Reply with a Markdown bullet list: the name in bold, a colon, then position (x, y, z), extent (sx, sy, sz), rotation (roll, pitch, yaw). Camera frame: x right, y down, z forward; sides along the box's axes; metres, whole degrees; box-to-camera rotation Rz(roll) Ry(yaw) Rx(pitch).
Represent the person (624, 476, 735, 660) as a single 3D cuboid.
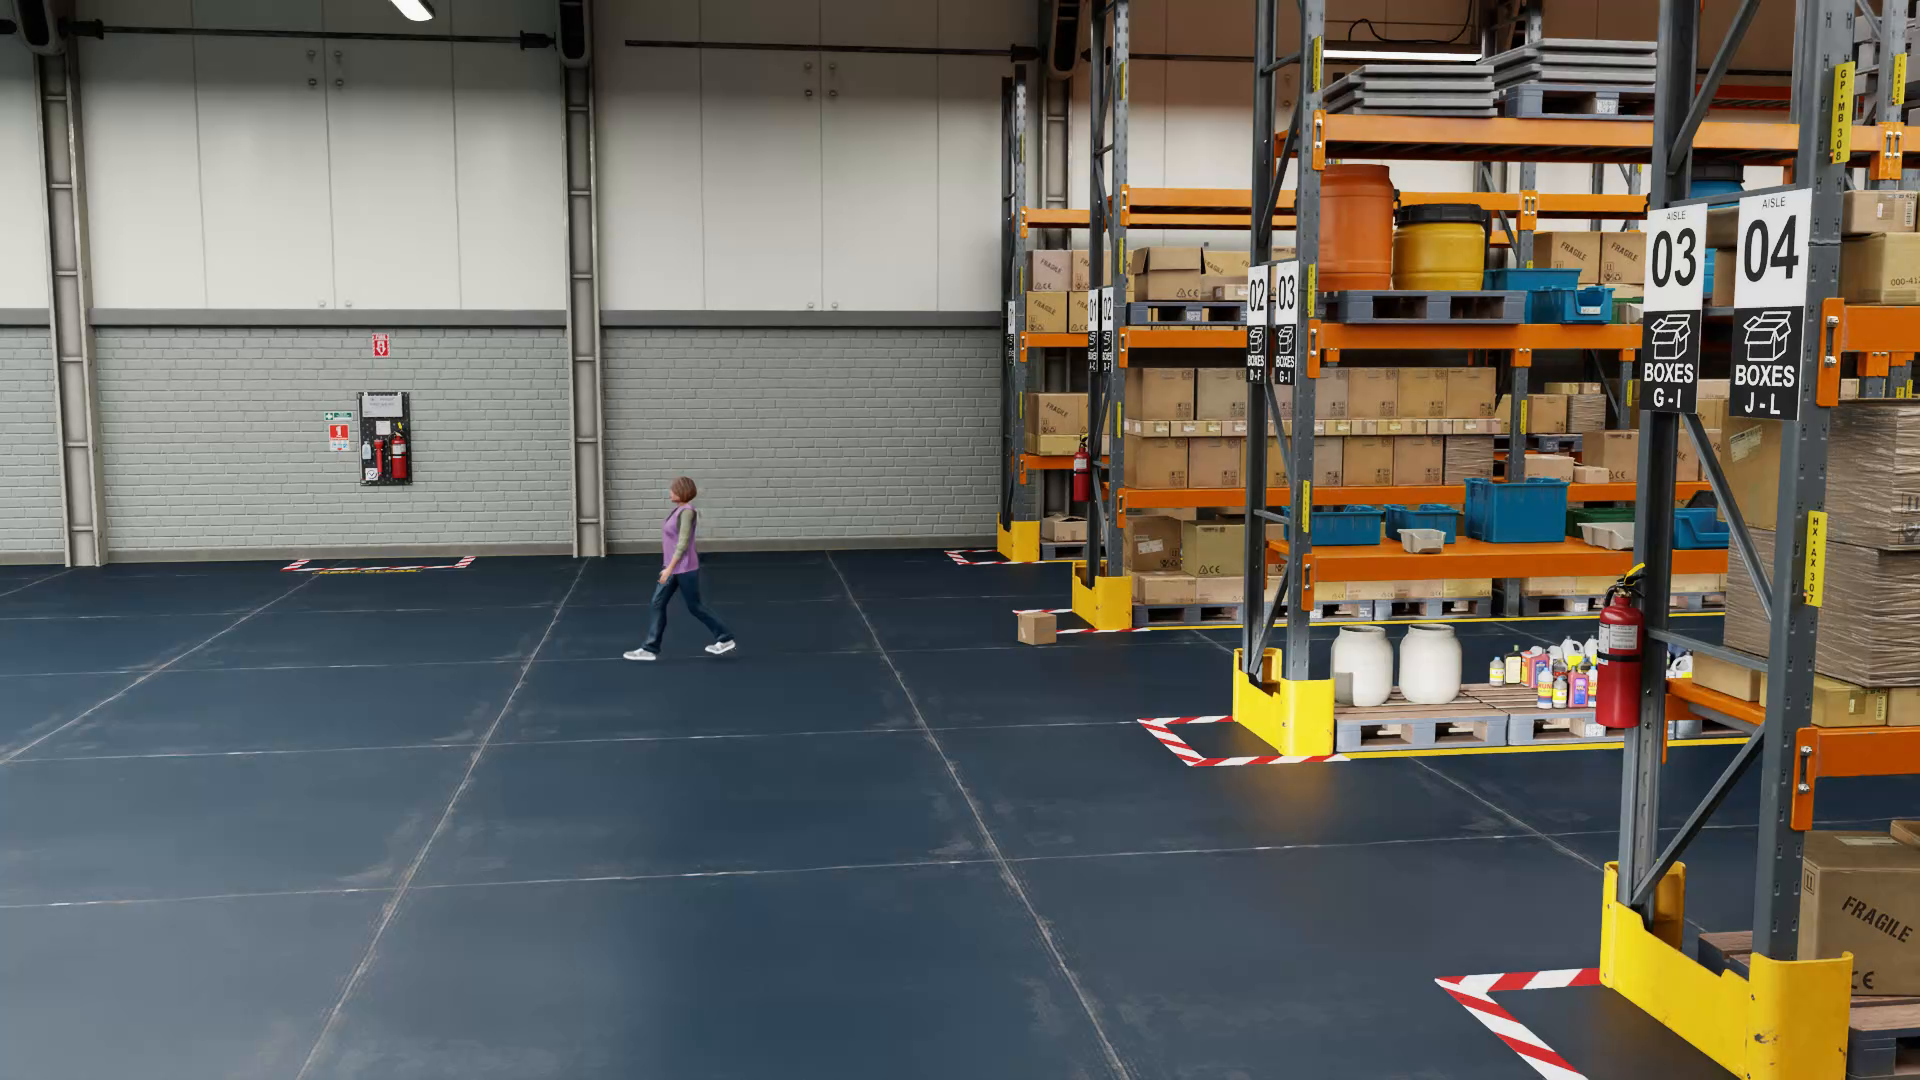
- **person**: position (-2.354, 0.239, 13.945), extent (0.938, 1.543, 0.424), rotation (-3, 7, -23)
